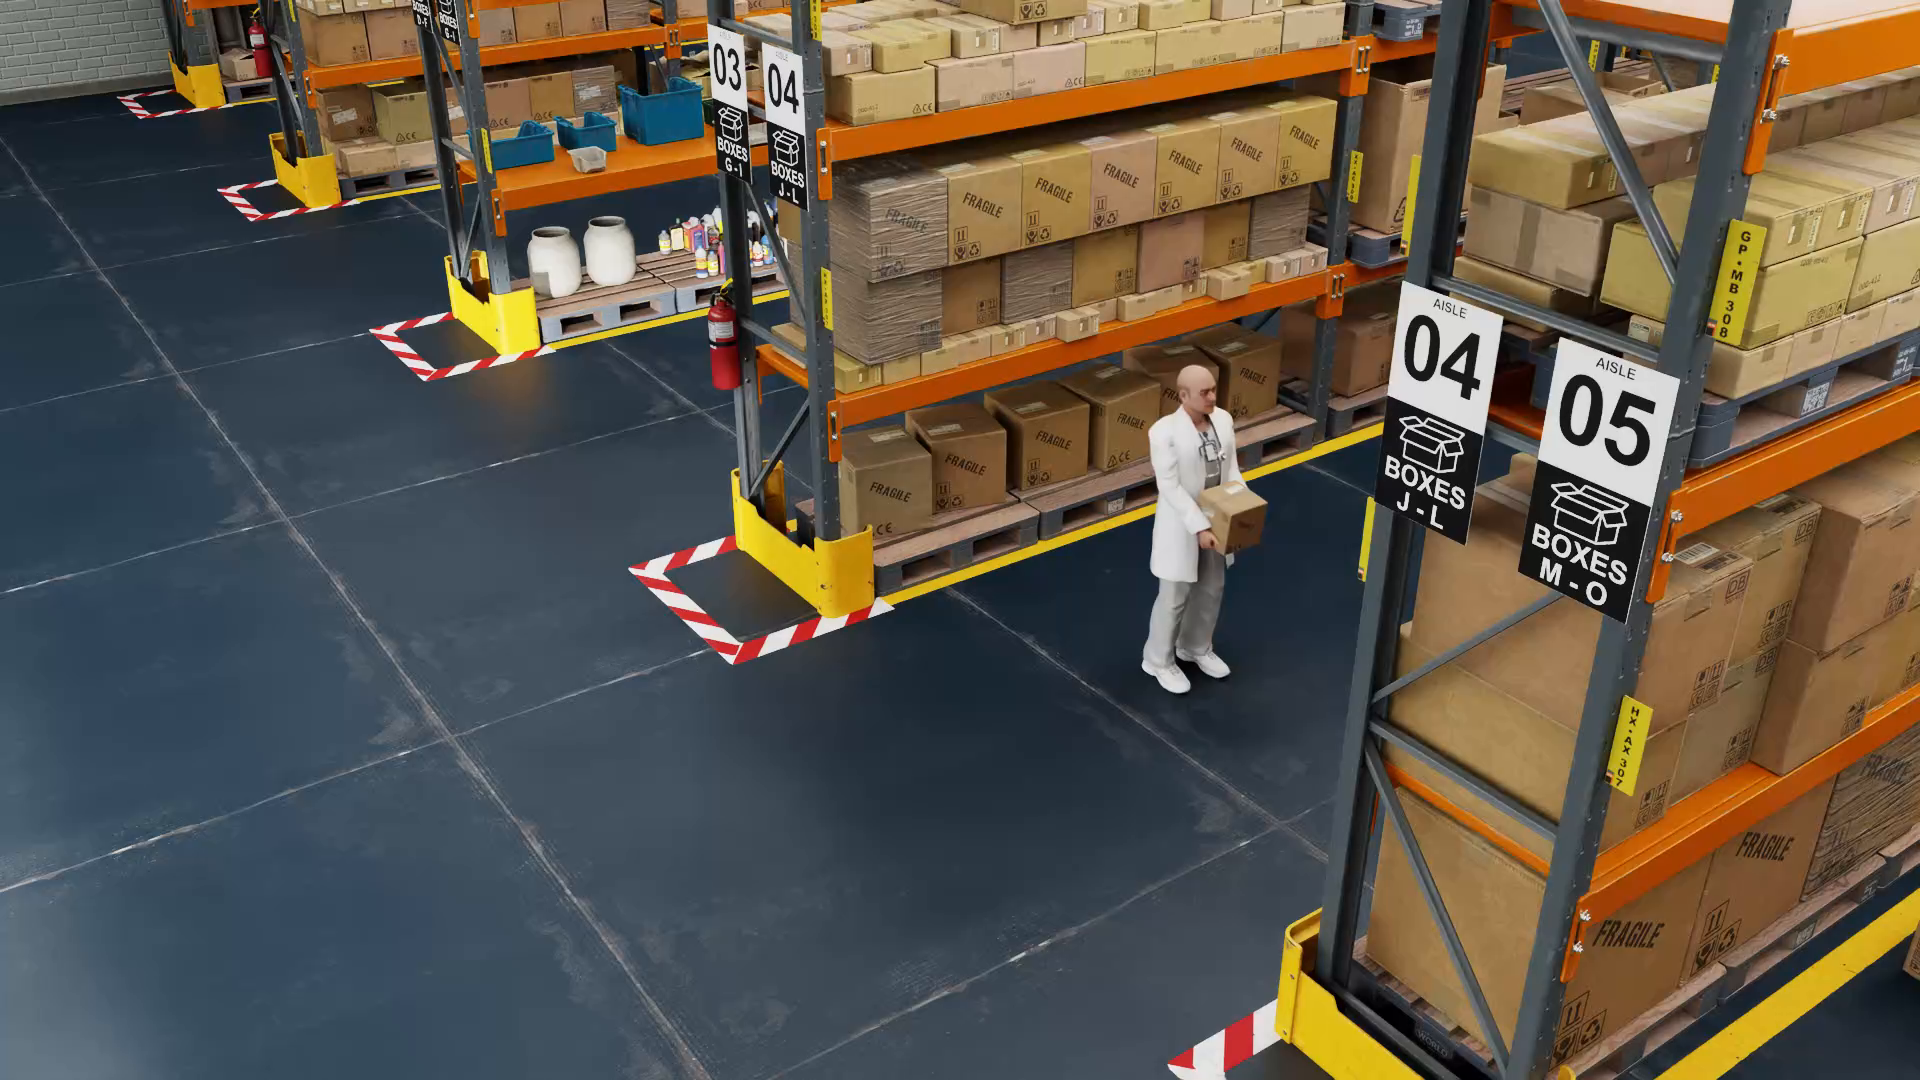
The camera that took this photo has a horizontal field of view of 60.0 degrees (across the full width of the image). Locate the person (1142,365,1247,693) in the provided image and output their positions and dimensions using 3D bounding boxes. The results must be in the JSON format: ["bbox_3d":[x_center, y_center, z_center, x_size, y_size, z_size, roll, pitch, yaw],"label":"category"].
[{"bbox_3d":[1.281,-0.026,8.695,0.530,1.771,0.562,-17,33,-29],"label":"person"}]
